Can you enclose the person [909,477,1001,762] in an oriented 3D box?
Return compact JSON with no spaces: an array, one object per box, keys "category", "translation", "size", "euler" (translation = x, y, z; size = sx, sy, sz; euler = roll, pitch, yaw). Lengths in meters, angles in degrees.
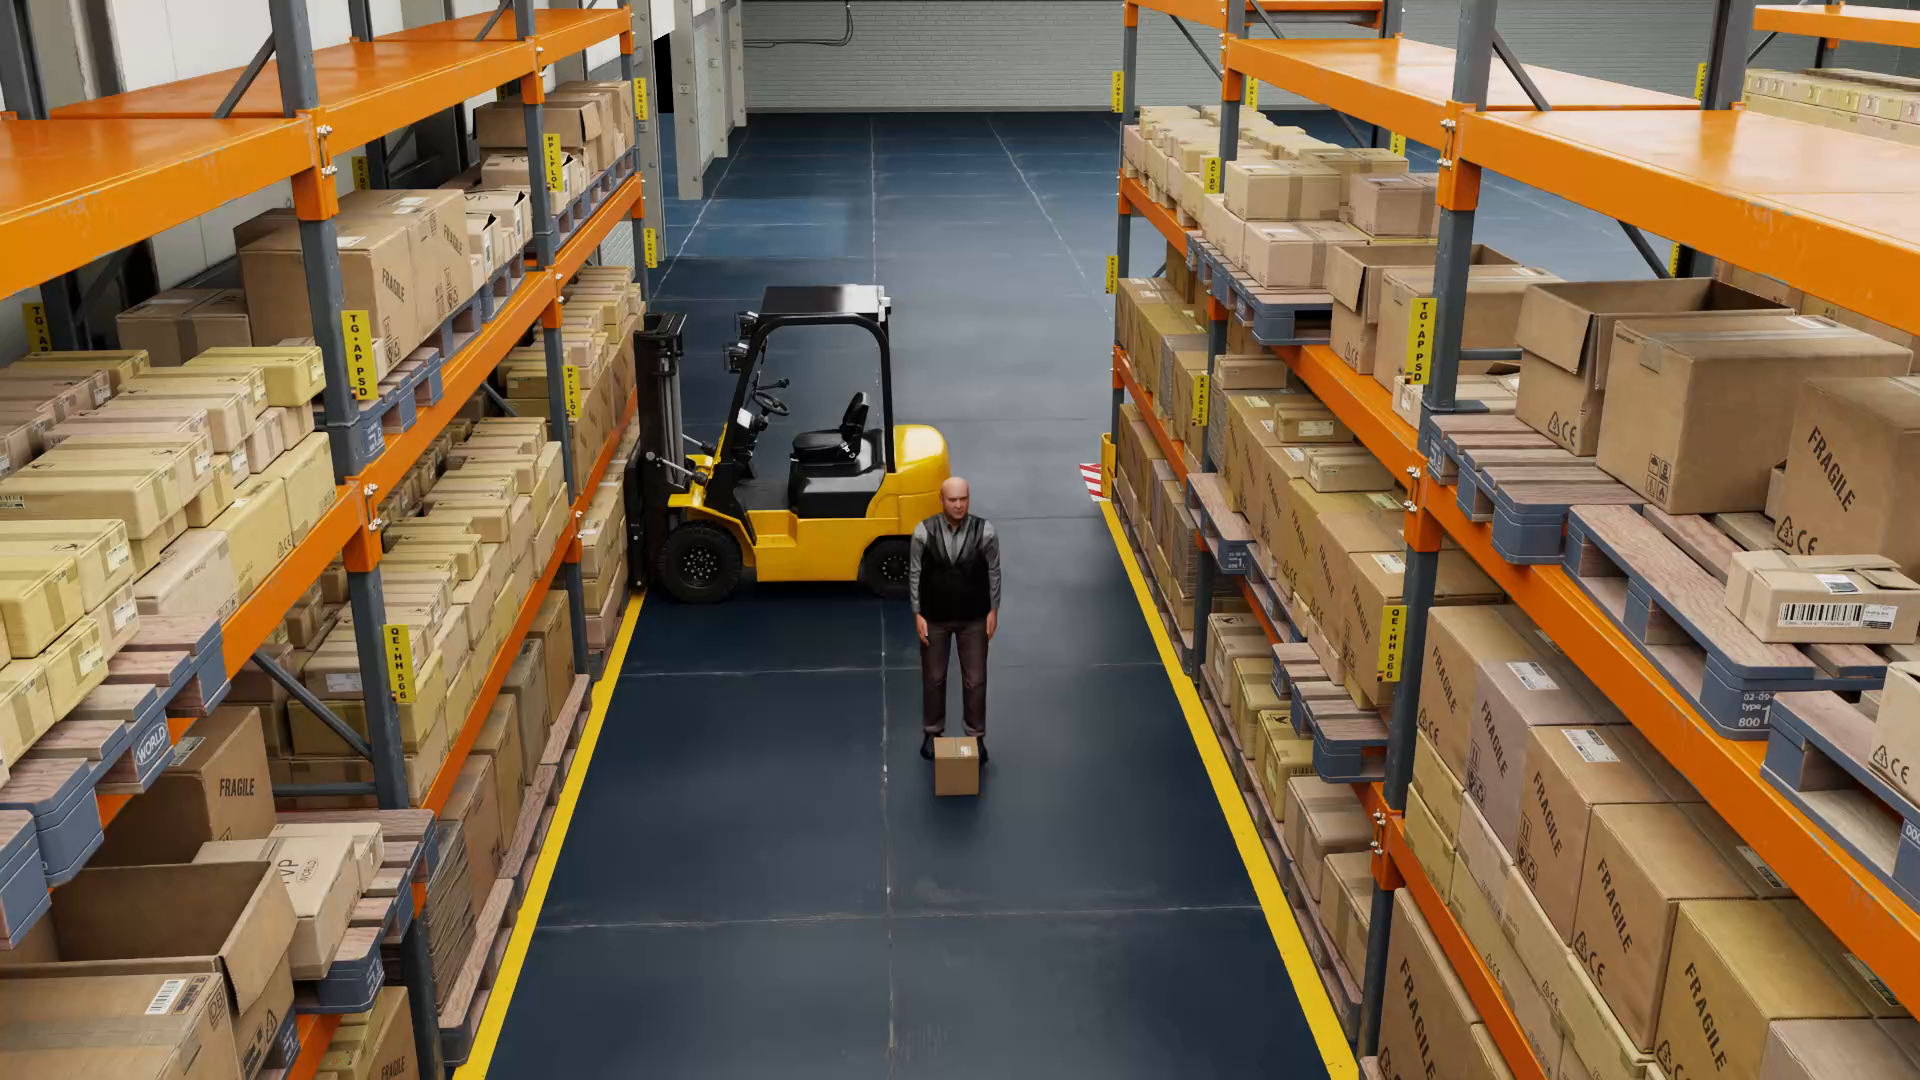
[{"category":"person","translation":[-0.027,0.470,9.847],"size":[0.544,1.726,0.393],"euler":[-1,20,-2]}]
